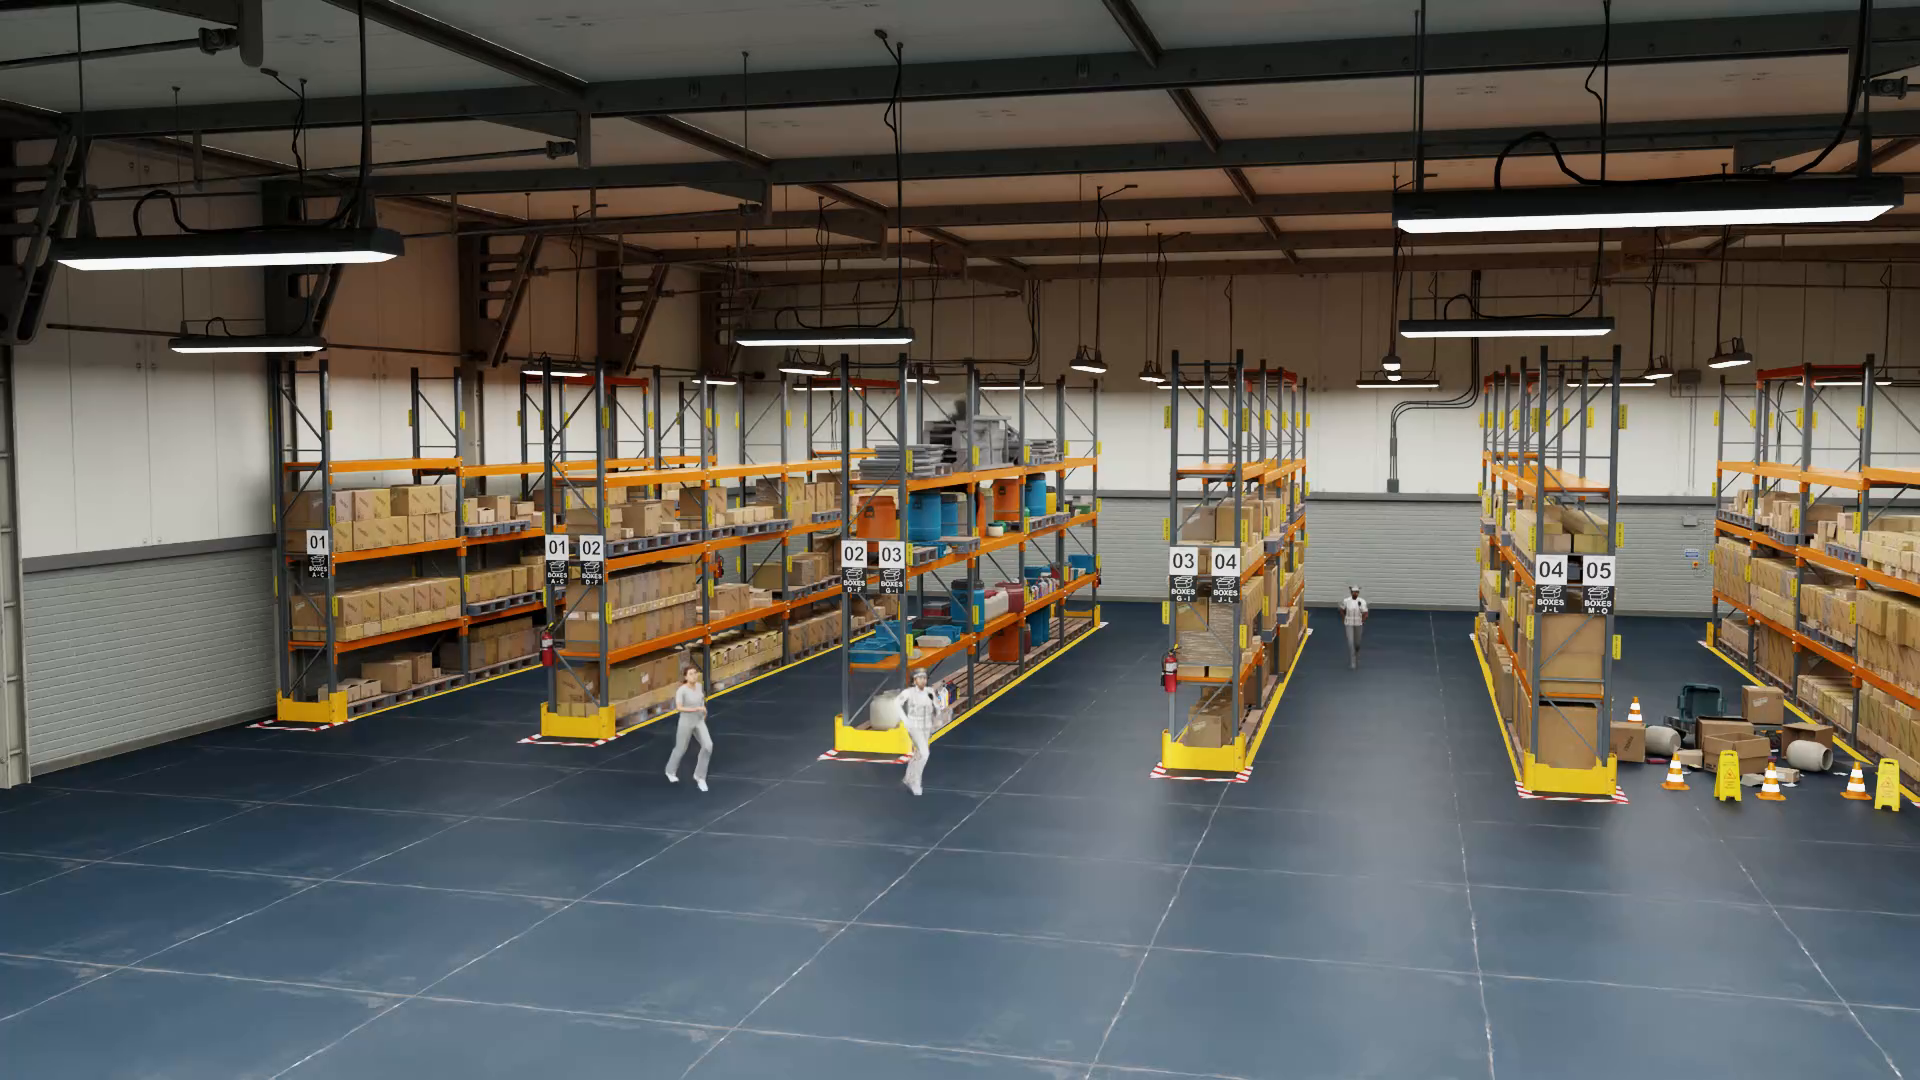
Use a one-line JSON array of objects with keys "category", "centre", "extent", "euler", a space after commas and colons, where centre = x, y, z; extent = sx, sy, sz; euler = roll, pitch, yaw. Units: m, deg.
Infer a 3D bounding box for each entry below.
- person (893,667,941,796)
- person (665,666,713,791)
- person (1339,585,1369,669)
[{"category": "person", "centre": [-0.525, 2.567, 22.364], "extent": [0.579, 1.740, 0.697], "euler": [-3, 5, -37]}, {"category": "person", "centre": [-3.672, 2.542, 22.661], "extent": [0.572, 1.698, 0.880], "euler": [-3, 5, -40]}, {"category": "person", "centre": [8.014, 1.746, 33.836], "extent": [0.579, 1.693, 0.842], "euler": [1, 4, 11]}]
